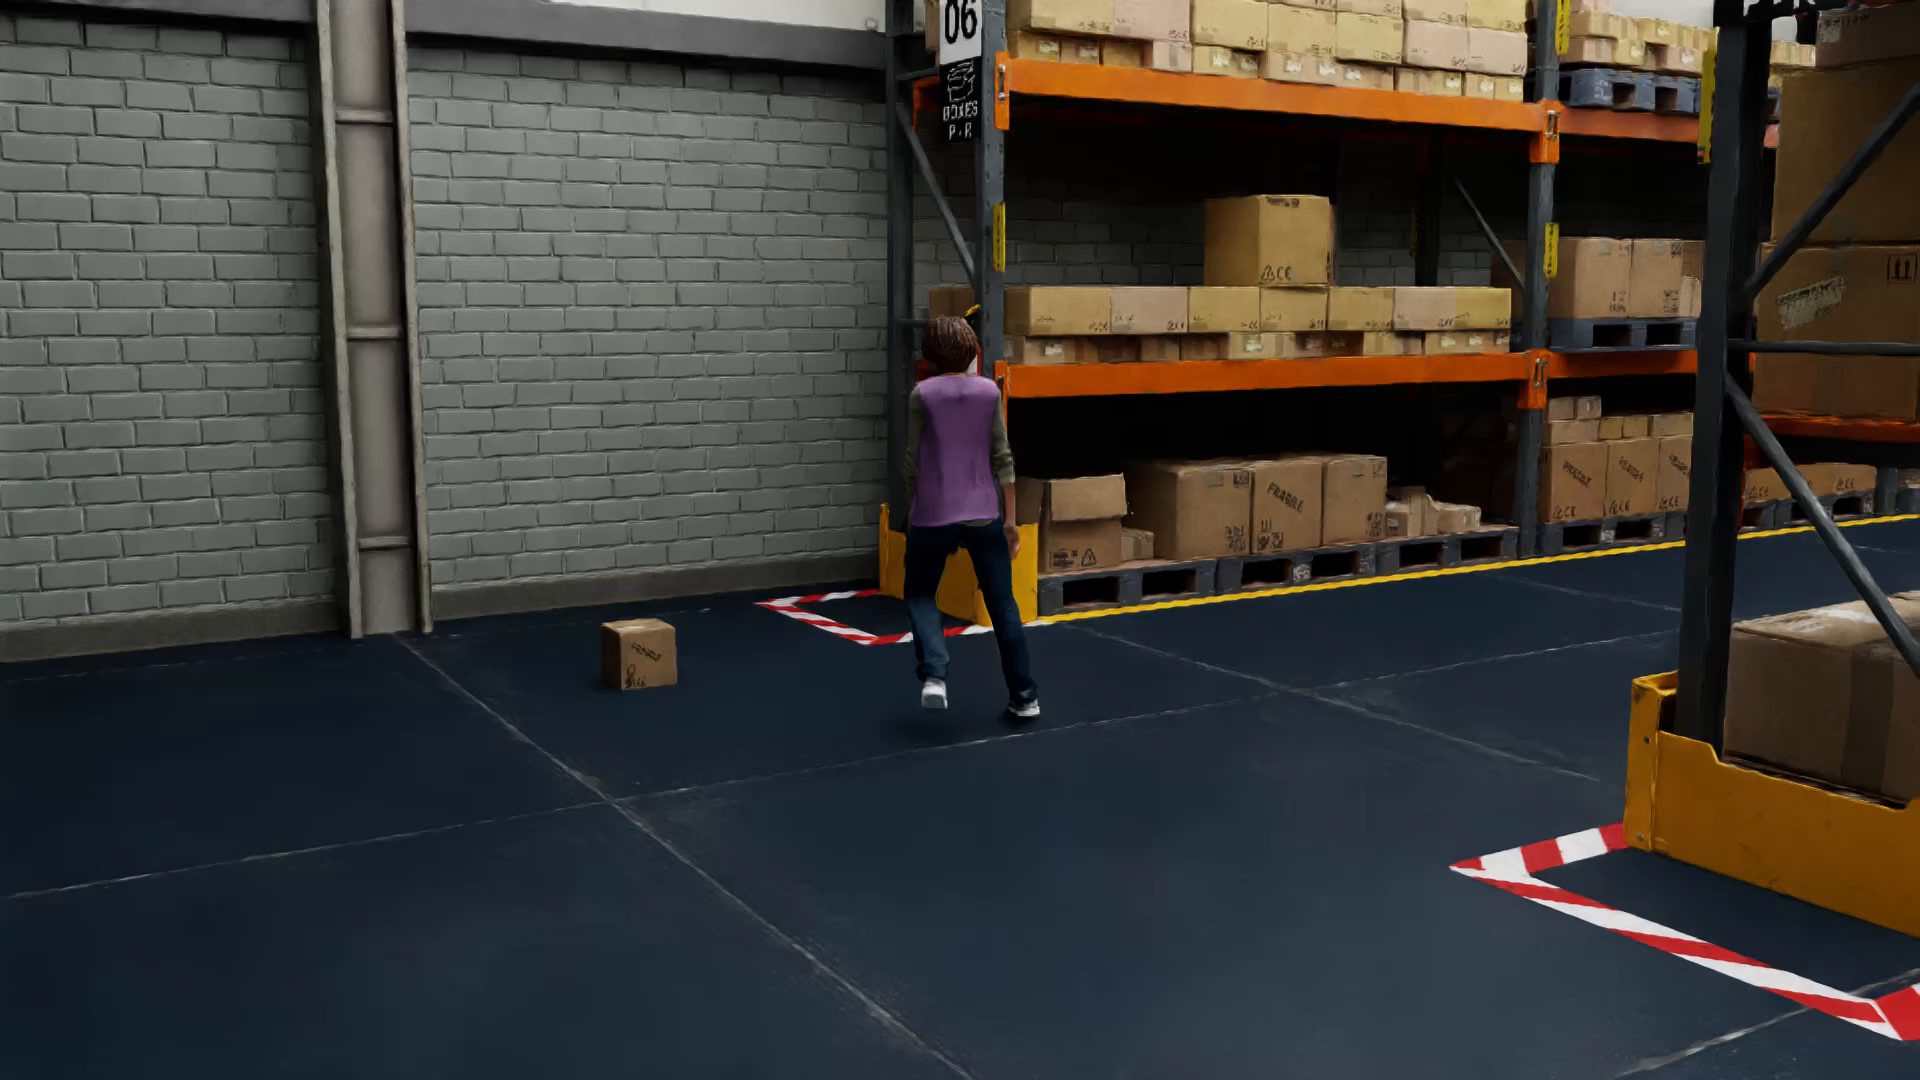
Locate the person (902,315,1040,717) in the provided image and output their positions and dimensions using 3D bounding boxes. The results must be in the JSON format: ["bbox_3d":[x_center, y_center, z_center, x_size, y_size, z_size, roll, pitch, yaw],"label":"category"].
[{"bbox_3d":[0.056,-0.069,6.374,0.566,1.576,0.500,-3,9,-20],"label":"person"}]
